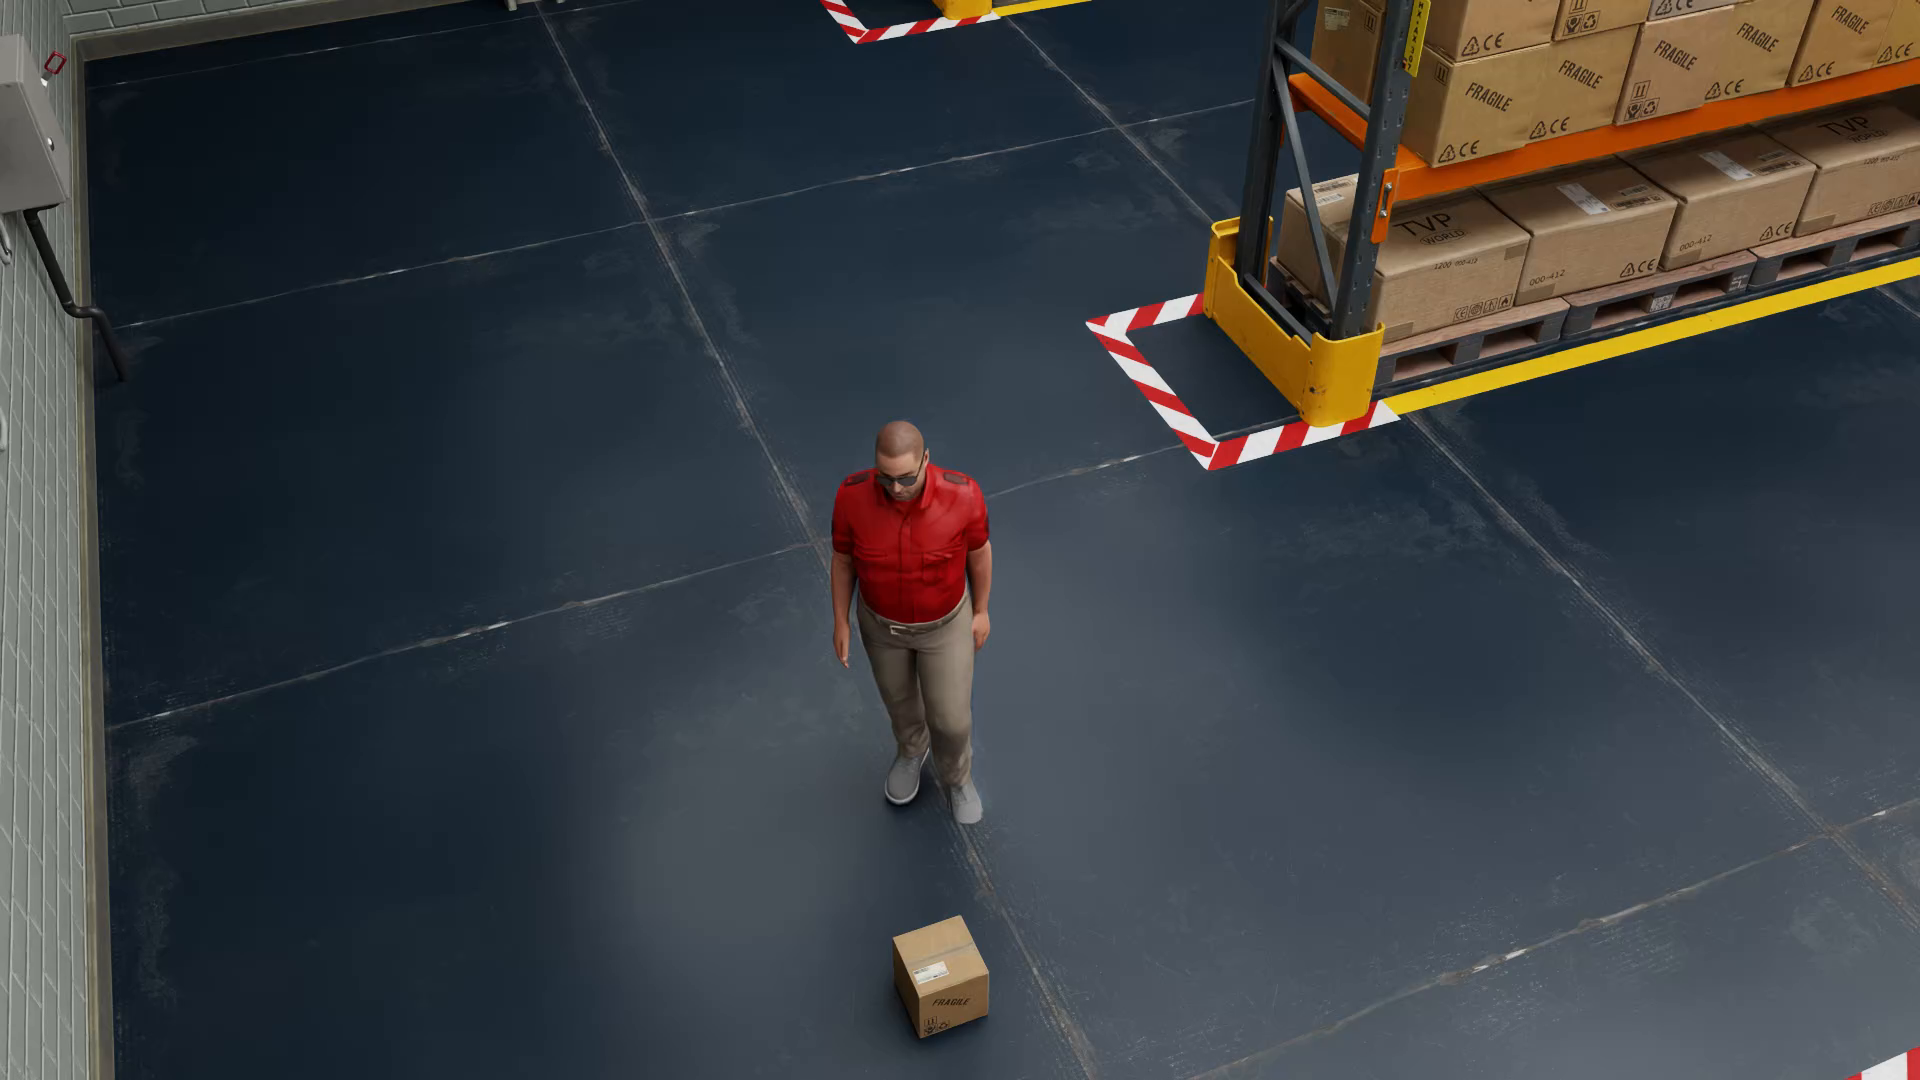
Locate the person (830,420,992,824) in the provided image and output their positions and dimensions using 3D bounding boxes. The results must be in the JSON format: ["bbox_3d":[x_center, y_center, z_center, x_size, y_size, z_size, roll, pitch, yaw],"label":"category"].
[{"bbox_3d":[-0.168,0.309,5.855,0.558,1.797,0.372,6,42,7],"label":"person"}]
